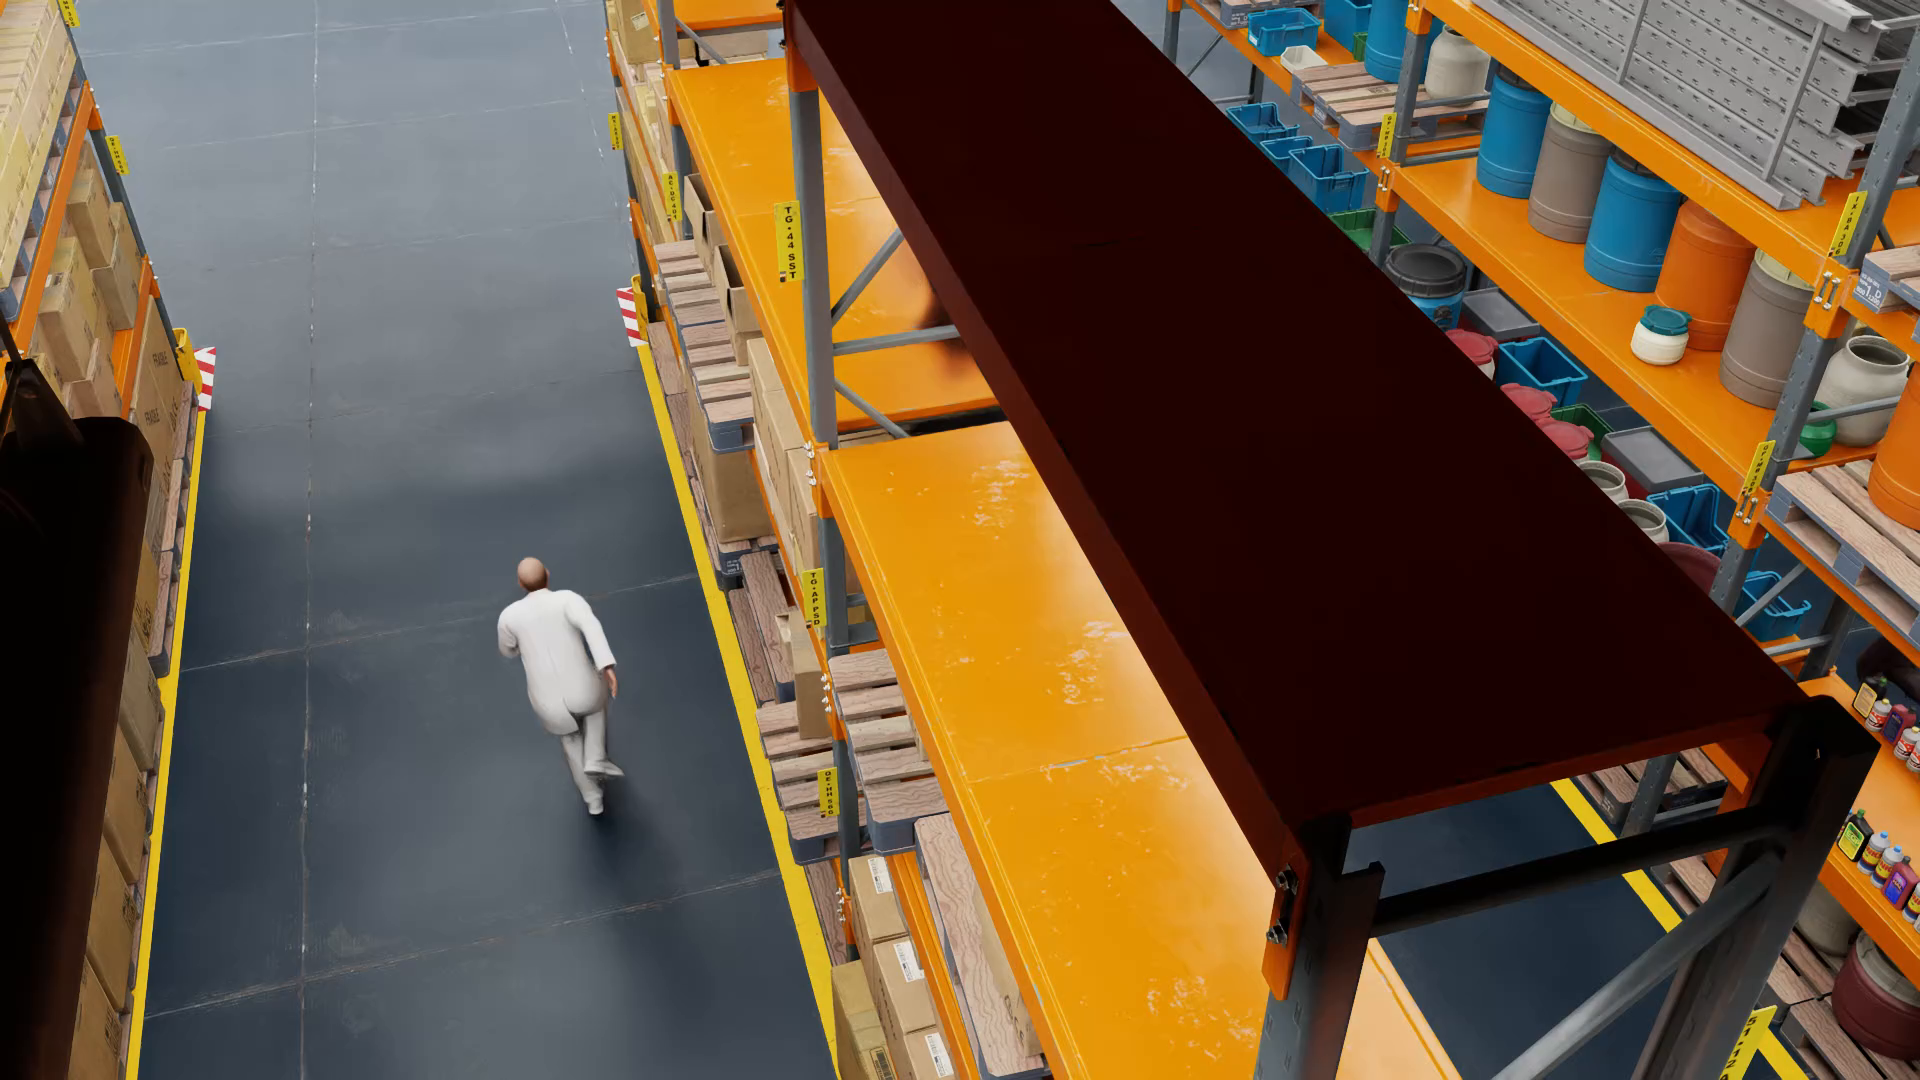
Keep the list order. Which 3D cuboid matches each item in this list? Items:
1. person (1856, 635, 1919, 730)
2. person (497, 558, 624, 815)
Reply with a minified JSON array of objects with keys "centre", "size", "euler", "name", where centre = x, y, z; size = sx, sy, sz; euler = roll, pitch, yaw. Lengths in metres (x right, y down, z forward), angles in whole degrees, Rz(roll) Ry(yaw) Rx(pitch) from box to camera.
[{"centre":[6.206,0.650,10.684],"size":[0.674,1.680,0.622],"euler":[-20,42,-23],"name":"person"},{"centre":[-2.492,0.886,10.442],"size":[0.716,1.549,1.075],"euler":[-8,39,-10],"name":"person"}]
